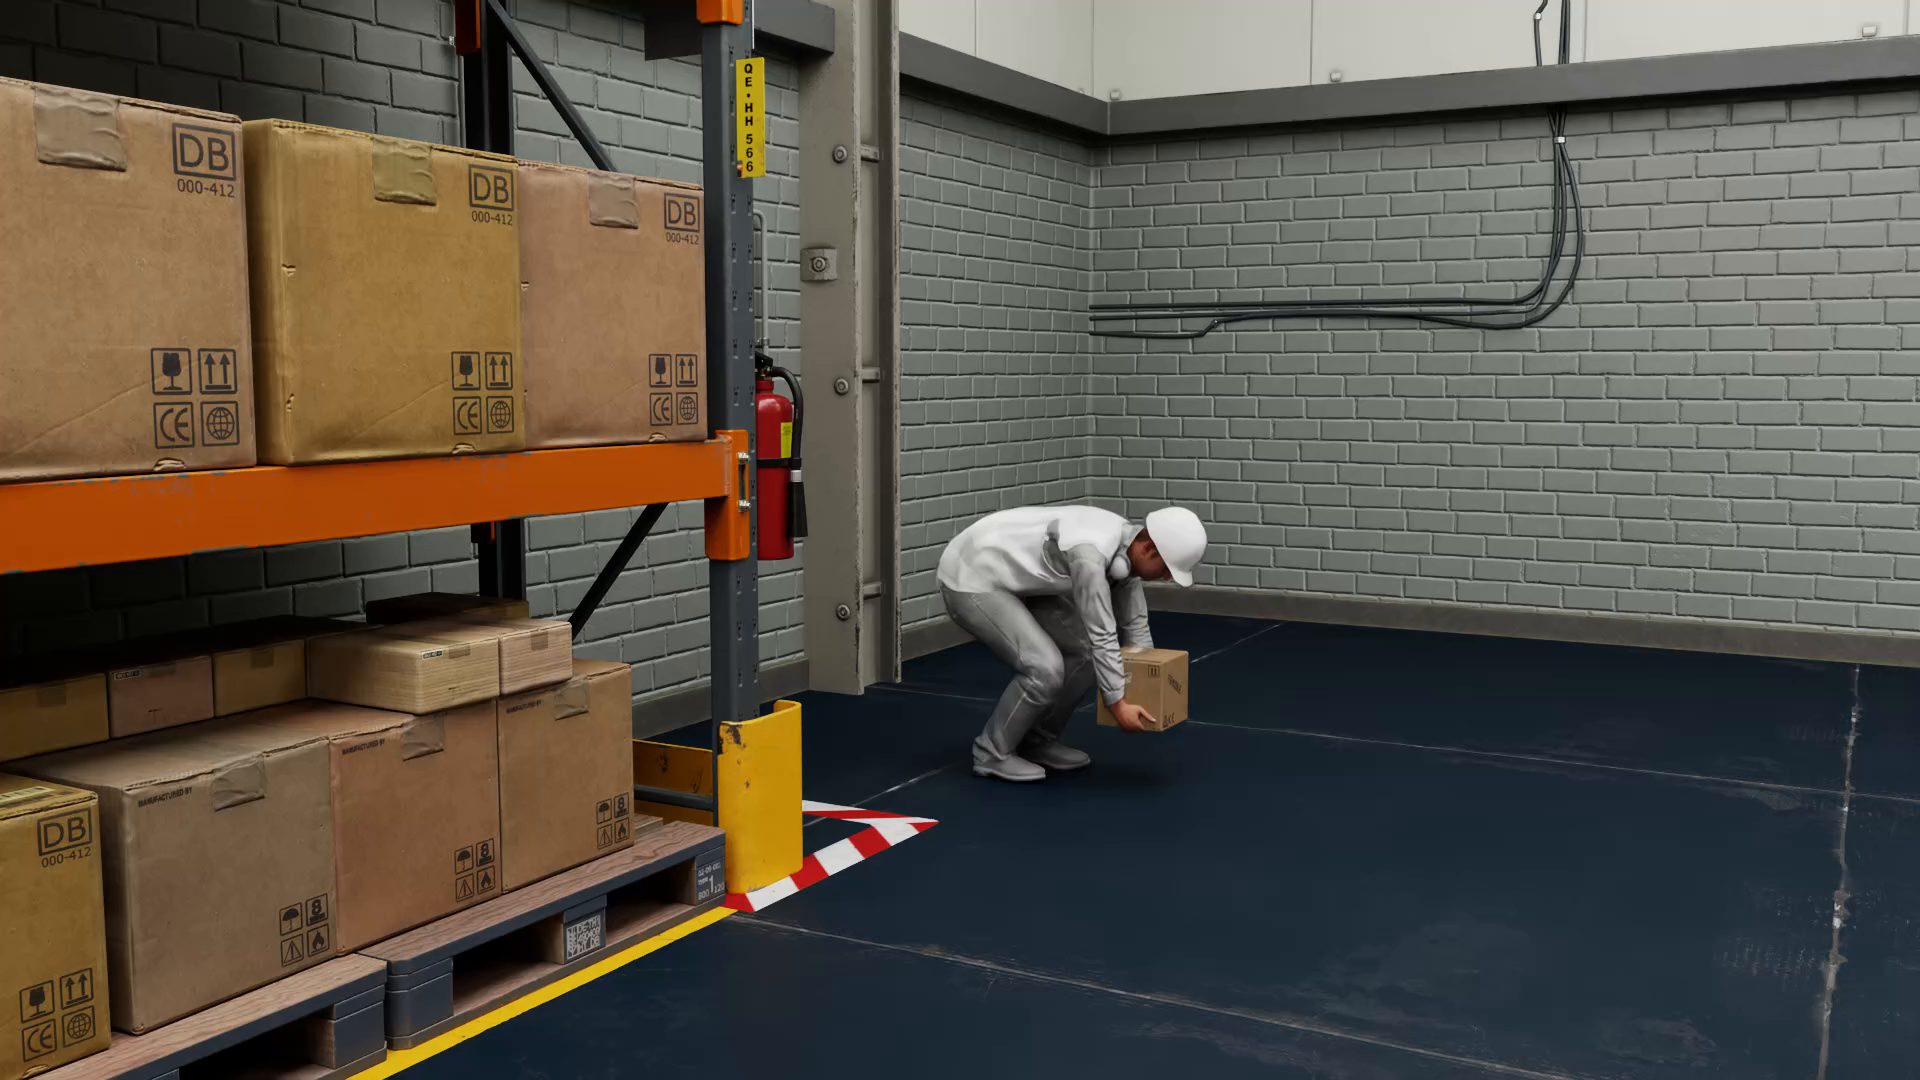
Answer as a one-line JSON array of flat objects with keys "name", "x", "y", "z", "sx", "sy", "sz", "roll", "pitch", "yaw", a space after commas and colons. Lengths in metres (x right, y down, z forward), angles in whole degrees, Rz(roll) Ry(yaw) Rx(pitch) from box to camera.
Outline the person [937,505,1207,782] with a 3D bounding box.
[{"name": "person", "x": 0.409, "y": 0.372, "z": 6.104, "sx": 0.996, "sy": 1.012, "sz": 0.501, "roll": 3, "pitch": 7, "yaw": 26}]
